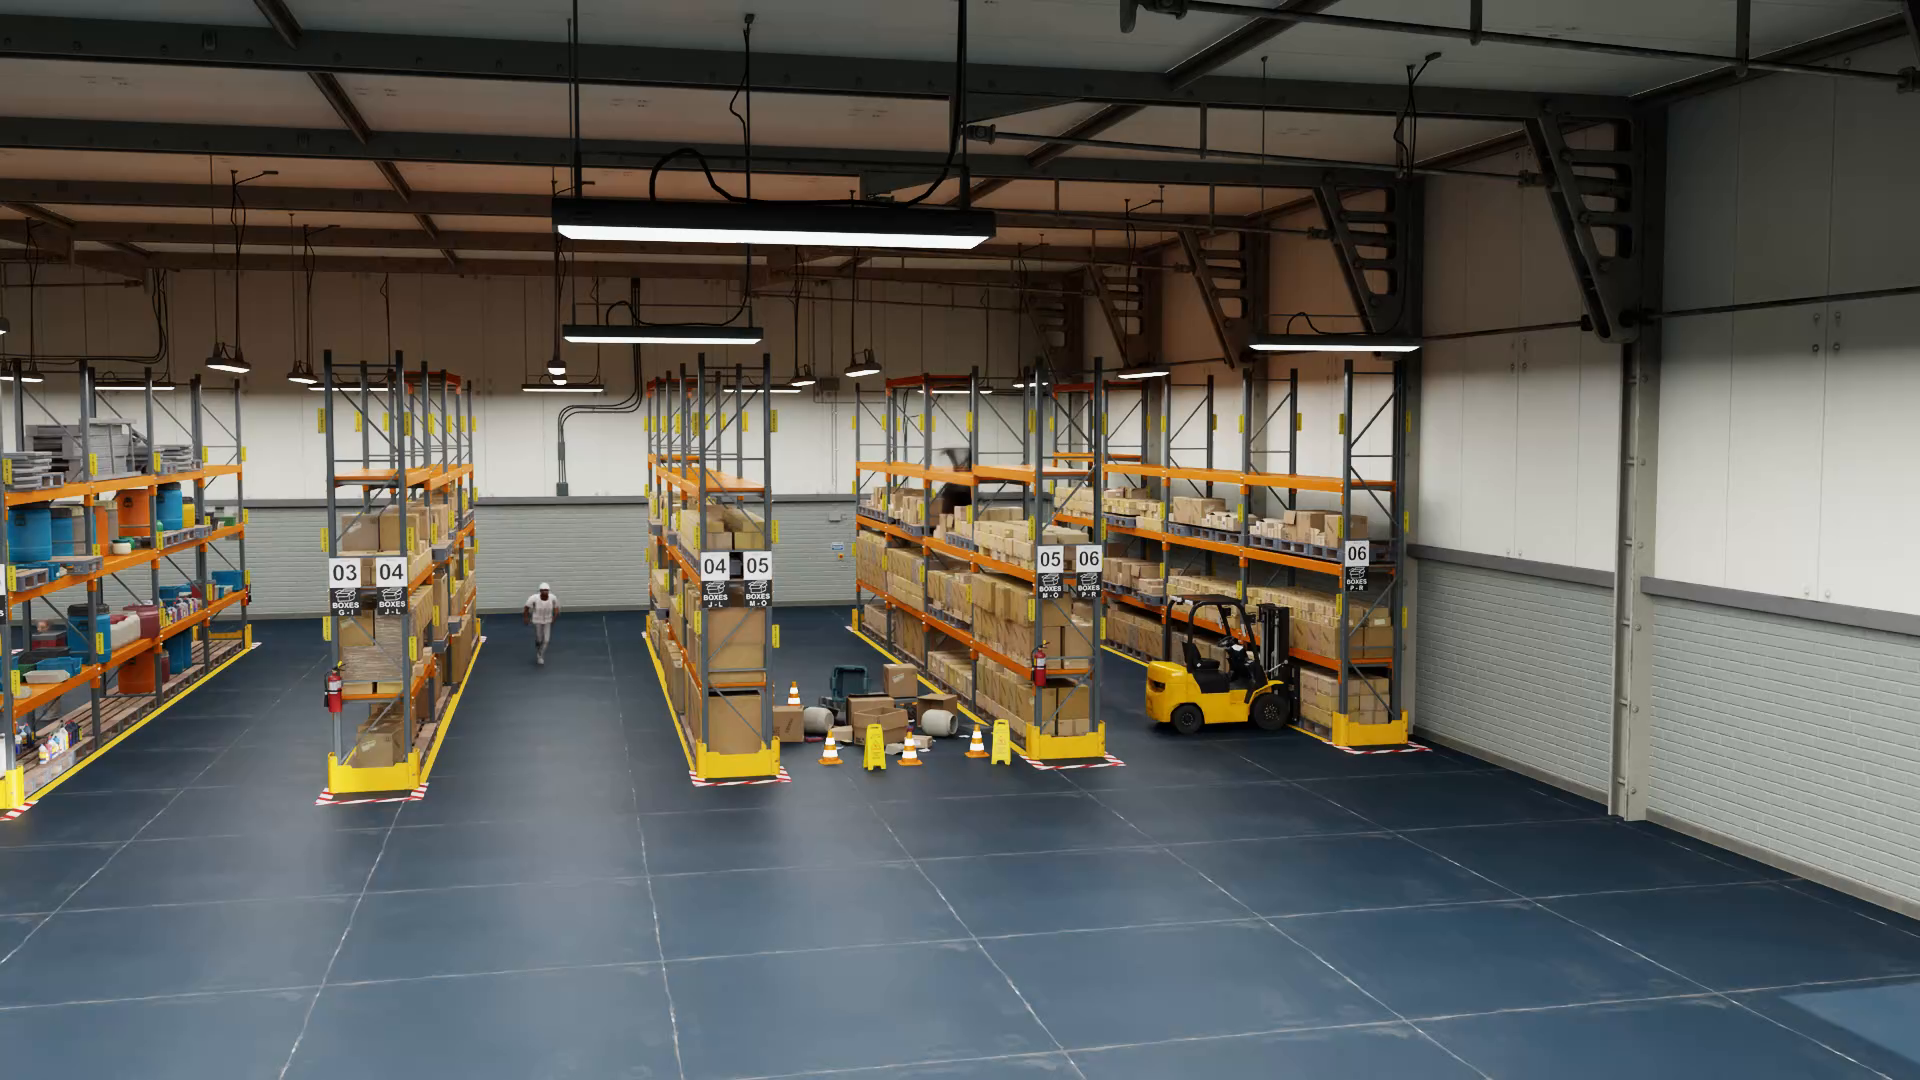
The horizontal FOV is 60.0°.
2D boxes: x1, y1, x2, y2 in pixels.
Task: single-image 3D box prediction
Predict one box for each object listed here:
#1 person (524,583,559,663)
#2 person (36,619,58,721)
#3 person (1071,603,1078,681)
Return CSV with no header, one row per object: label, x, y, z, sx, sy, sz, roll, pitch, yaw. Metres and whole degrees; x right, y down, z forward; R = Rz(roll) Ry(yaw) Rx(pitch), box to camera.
person,-8.779,1.732,34.927,0.701,1.694,0.701,-2,5,-30
person,-15.459,2.231,28.055,0.629,1.617,0.424,2,4,27
person,2.028,1.966,31.683,0.581,1.641,0.903,-1,4,-17
